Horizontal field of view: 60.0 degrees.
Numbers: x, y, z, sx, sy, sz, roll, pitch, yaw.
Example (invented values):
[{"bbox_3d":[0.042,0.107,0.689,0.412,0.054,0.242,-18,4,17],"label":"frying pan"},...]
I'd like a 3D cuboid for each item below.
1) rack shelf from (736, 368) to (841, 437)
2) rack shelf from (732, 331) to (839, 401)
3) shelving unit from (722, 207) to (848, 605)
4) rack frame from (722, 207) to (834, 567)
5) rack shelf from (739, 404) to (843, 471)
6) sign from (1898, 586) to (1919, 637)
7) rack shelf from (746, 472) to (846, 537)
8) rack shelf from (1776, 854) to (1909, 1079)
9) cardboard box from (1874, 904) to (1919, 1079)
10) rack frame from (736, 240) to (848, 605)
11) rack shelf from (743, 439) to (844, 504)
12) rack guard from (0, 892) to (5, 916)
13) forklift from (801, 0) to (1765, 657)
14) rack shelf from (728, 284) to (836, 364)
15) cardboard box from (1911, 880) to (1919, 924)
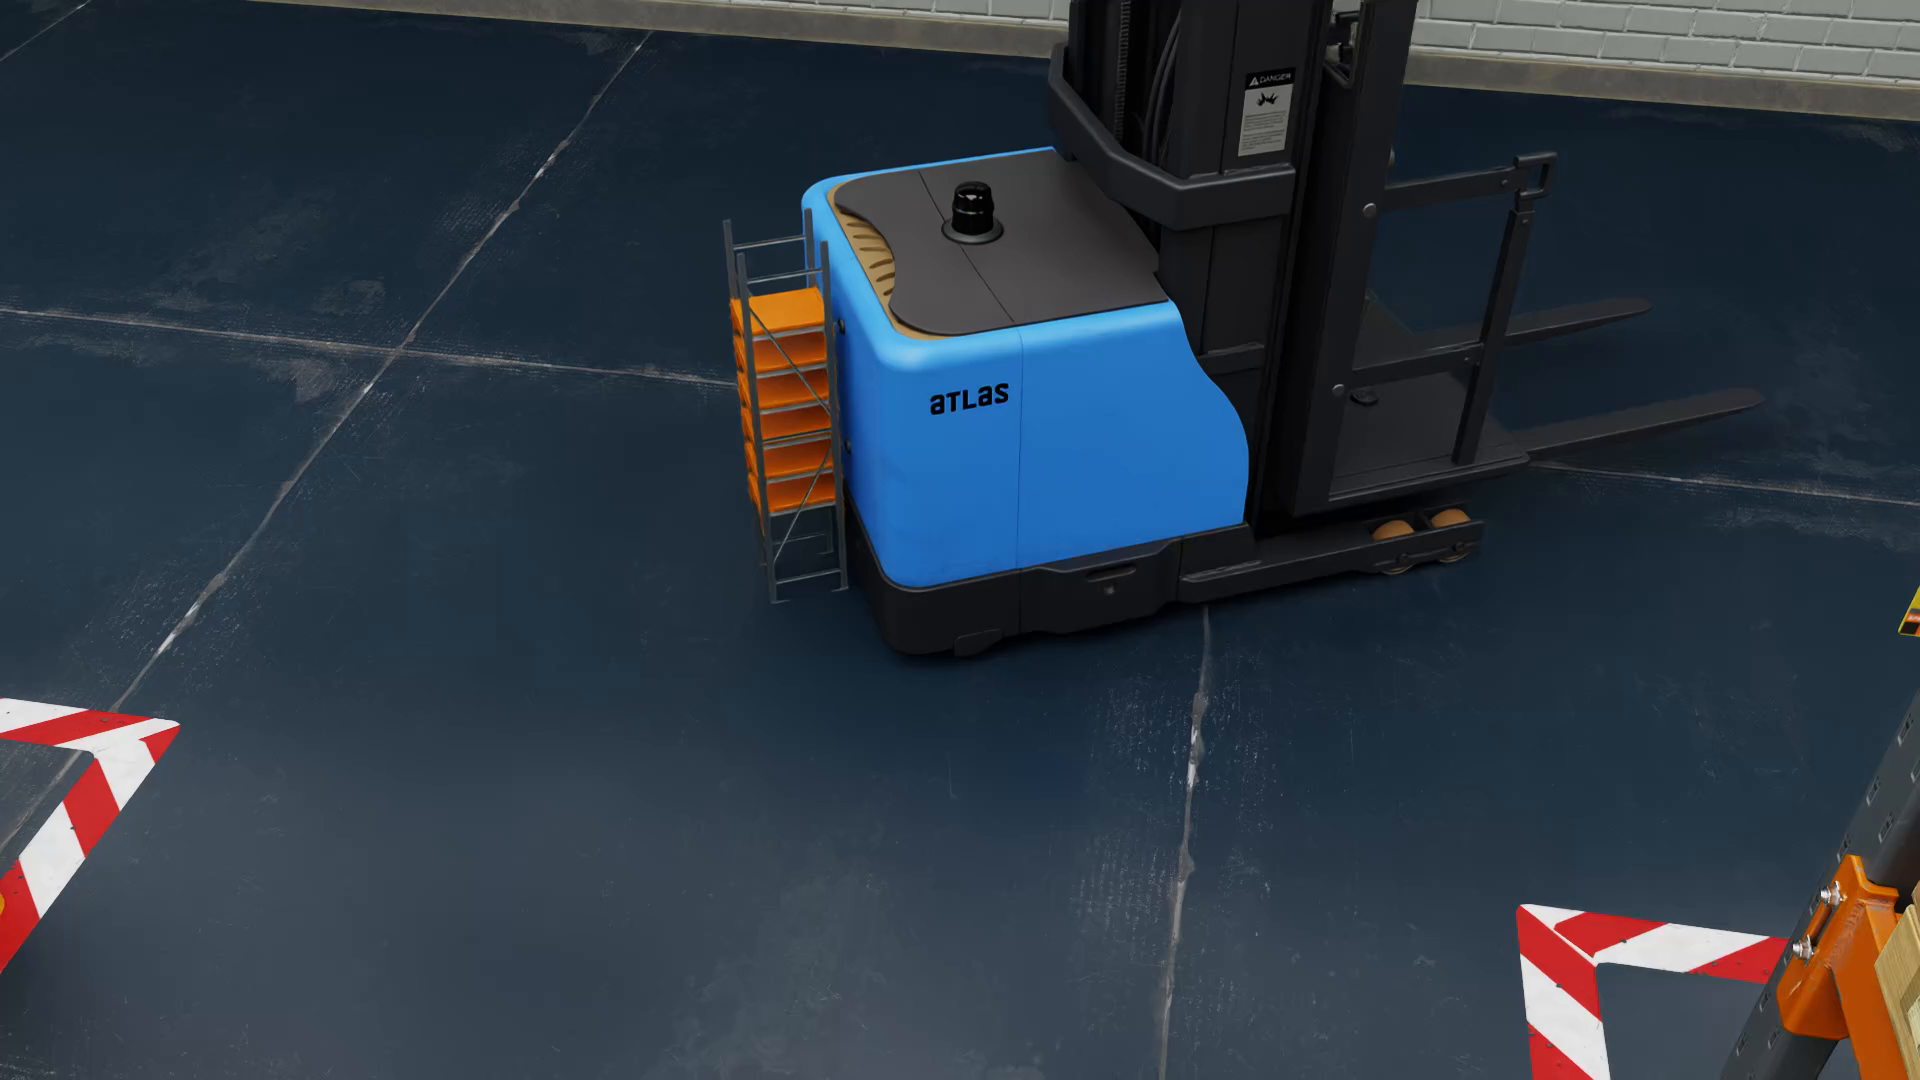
[{"bbox_3d":[-0.484,-0.404,4.679,0.258,0.103,0.180,-11,41,-13],"label":"rack shelf"},{"bbox_3d":[-0.484,-0.497,4.602,0.258,0.103,0.180,-11,41,-13],"label":"rack shelf"},{"bbox_3d":[-0.484,-0.346,4.727,0.258,1.200,0.189,-11,41,-13],"label":"shelving unit"},{"bbox_3d":[-0.511,-0.402,4.794,0.240,1.200,0.006,-11,41,-13],"label":"rack frame"},{"bbox_3d":[-0.483,-0.312,4.755,0.258,0.103,0.180,-11,41,-13],"label":"rack shelf"},{"bbox_3d":[1.355,0.010,2.205,0.100,0.325,0.005,6,40,8],"label":"sign"},{"bbox_3d":[-0.483,-0.127,4.908,0.258,0.103,0.180,-11,41,-13],"label":"rack shelf"},{"bbox_3d":[1.543,1.935,1.120,1.077,0.370,4.000,6,40,8],"label":"rack shelf"},{"bbox_3d":[1.510,0.667,2.286,0.380,0.149,0.250,6,40,7],"label":"cardboard box"},{"bbox_3d":[-0.456,-0.290,4.659,0.240,1.200,0.006,-11,41,-13],"label":"rack frame"},{"bbox_3d":[-0.483,-0.219,4.832,0.258,0.103,0.180,-11,41,-13],"label":"rack shelf"},{"bbox_3d":[-2.974,0.741,3.961,1.175,0.500,0.348,6,40,8],"label":"rack guard"},{"bbox_3d":[1.101,-1.335,4.564,3.031,2.935,1.130,-11,41,-13],"label":"forklift"},{"bbox_3d":[-0.484,-0.589,4.526,0.258,0.103,0.180,-11,41,-13],"label":"rack shelf"},{"bbox_3d":[1.539,0.501,1.978,0.500,0.500,0.500,8,40,10],"label":"cardboard box"}]
